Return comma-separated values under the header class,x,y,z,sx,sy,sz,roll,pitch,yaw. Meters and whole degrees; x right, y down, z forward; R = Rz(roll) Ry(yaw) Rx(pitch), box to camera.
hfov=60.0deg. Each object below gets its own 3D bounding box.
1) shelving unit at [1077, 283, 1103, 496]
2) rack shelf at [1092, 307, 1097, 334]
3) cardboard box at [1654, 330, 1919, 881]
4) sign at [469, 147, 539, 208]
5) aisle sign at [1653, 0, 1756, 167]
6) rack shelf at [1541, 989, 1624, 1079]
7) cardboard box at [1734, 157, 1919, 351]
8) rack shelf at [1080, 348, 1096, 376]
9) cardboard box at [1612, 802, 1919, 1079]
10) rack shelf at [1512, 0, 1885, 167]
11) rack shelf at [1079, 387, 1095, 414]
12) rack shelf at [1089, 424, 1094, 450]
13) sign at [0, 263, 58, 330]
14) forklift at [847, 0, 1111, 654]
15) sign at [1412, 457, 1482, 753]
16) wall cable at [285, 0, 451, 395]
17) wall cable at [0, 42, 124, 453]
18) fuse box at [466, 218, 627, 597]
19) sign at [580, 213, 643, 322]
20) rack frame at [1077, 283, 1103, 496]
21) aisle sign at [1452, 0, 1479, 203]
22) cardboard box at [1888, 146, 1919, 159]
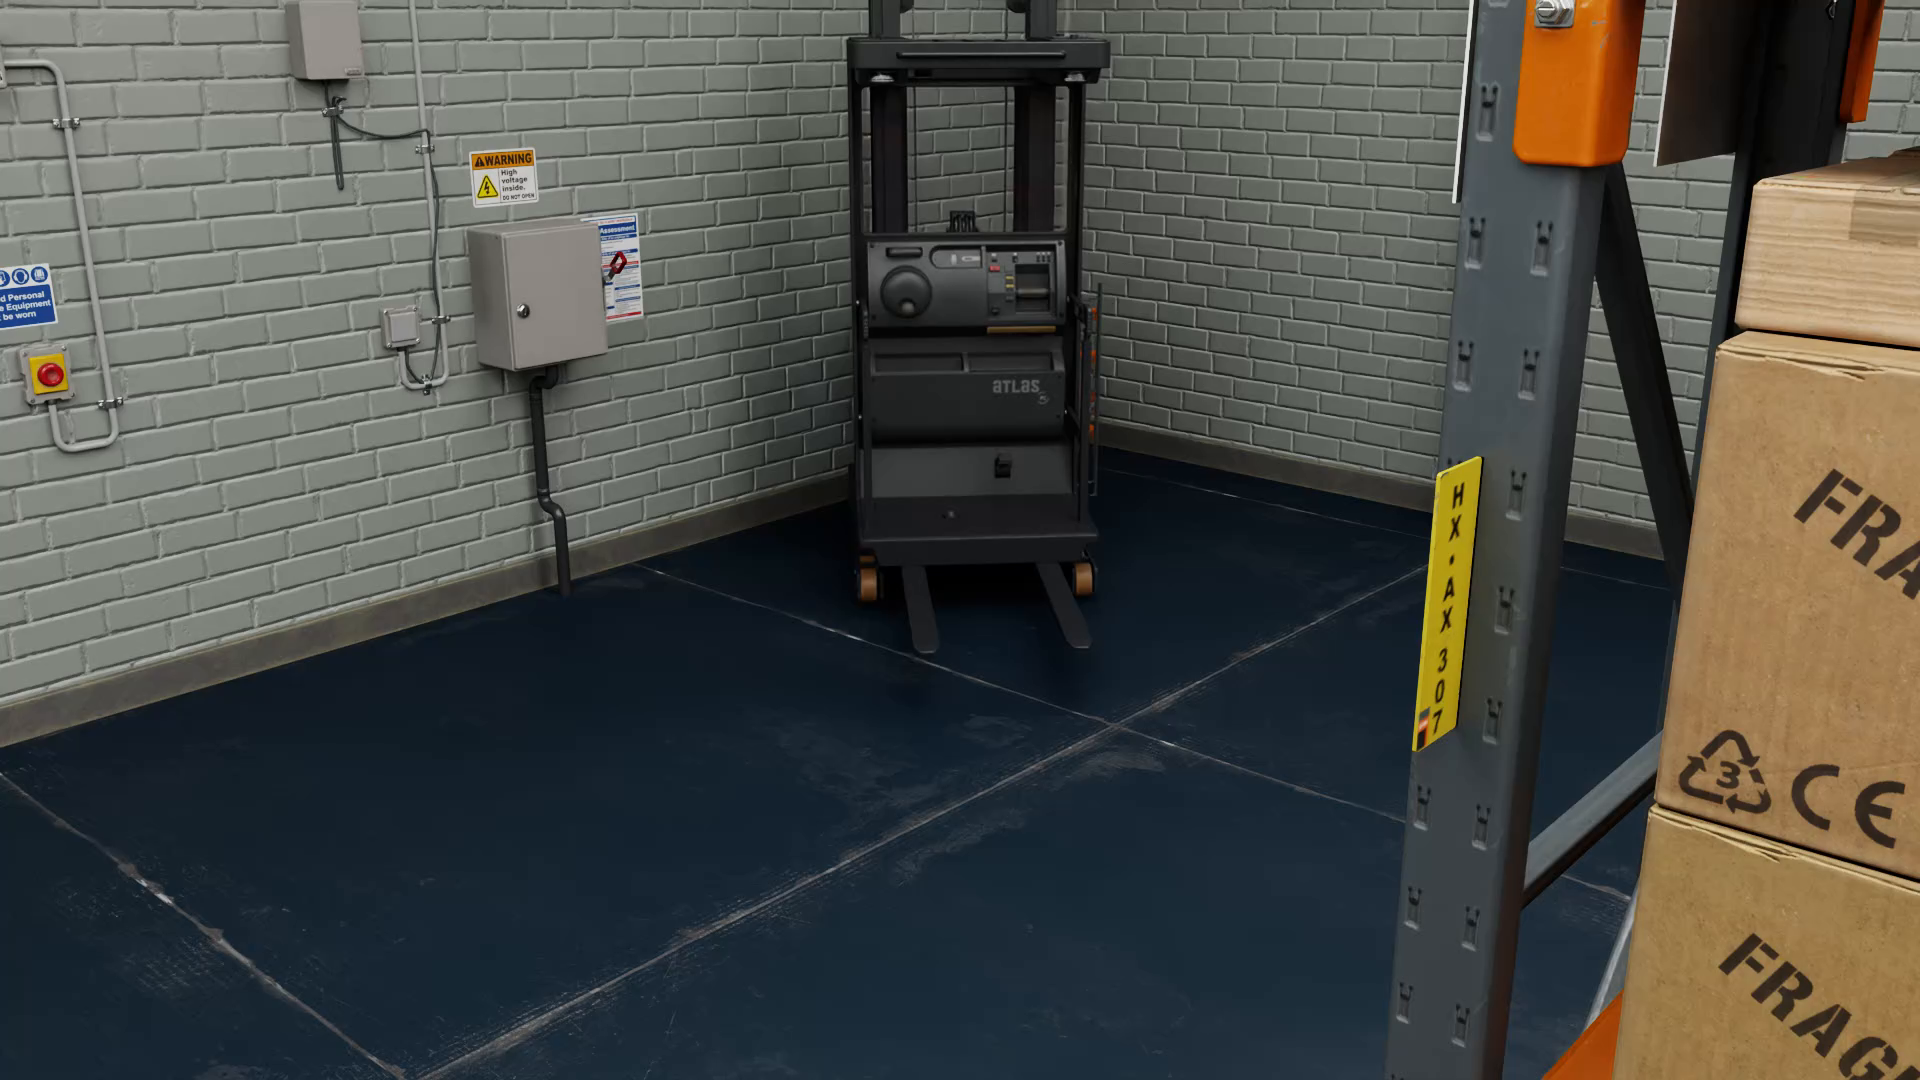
class,x,y,z,sx,sy,sz,roll,pitch,yaw
shelving unit,0.520,-0.862,9.344,0.258,1.200,0.503,-15,23,-39
rack shelf,0.521,-1.237,9.226,0.258,0.148,0.480,-15,23,-39
cardboard box,1.087,0.036,1.721,0.500,0.500,0.500,14,23,38
sign,-2.004,-1.596,7.316,0.001,0.242,0.339,15,23,39
aisle sign,1.069,-0.924,2.267,0.004,0.787,0.394,15,23,39
rack shelf,2.413,1.144,1.237,4.000,0.370,1.077,15,23,39
cardboard box,0.999,-0.300,1.707,0.250,0.149,0.380,16,23,40
rack shelf,0.521,-1.011,9.297,0.258,0.148,0.480,-15,23,-39
cardboard box,1.085,0.513,1.870,0.500,0.500,0.500,15,23,39
rack shelf,2.413,-0.286,0.784,4.000,0.370,1.077,15,23,39
rack shelf,0.520,-0.798,9.364,0.258,0.148,0.480,-15,23,-39
rack shelf,0.520,-0.609,9.424,0.258,0.148,0.480,-15,23,-39
sign,-3.394,-0.857,5.908,0.001,0.218,0.327,15,23,39
forklift,0.051,-1.209,7.575,1.130,2.935,3.031,-1,18,-5
sign,0.544,0.074,1.859,0.005,0.325,0.100,15,23,39
wall cable,-2.383,-1.535,6.809,0.122,1.984,0.588,15,23,39
wall cable,-3.316,-1.226,5.786,0.123,1.953,0.585,15,23,39
fuse box,-1.812,-0.559,7.545,0.414,1.711,0.539,15,23,39
sign,-1.639,-1.281,7.847,0.001,0.494,0.329,15,23,39
rack frame,0.680,-0.807,9.168,0.240,1.200,0.015,-15,23,-39
aisle sign,0.671,-0.788,1.839,0.004,0.787,0.394,15,23,39
cardboard box,1.318,-0.407,2.045,0.250,0.149,0.380,15,23,40
